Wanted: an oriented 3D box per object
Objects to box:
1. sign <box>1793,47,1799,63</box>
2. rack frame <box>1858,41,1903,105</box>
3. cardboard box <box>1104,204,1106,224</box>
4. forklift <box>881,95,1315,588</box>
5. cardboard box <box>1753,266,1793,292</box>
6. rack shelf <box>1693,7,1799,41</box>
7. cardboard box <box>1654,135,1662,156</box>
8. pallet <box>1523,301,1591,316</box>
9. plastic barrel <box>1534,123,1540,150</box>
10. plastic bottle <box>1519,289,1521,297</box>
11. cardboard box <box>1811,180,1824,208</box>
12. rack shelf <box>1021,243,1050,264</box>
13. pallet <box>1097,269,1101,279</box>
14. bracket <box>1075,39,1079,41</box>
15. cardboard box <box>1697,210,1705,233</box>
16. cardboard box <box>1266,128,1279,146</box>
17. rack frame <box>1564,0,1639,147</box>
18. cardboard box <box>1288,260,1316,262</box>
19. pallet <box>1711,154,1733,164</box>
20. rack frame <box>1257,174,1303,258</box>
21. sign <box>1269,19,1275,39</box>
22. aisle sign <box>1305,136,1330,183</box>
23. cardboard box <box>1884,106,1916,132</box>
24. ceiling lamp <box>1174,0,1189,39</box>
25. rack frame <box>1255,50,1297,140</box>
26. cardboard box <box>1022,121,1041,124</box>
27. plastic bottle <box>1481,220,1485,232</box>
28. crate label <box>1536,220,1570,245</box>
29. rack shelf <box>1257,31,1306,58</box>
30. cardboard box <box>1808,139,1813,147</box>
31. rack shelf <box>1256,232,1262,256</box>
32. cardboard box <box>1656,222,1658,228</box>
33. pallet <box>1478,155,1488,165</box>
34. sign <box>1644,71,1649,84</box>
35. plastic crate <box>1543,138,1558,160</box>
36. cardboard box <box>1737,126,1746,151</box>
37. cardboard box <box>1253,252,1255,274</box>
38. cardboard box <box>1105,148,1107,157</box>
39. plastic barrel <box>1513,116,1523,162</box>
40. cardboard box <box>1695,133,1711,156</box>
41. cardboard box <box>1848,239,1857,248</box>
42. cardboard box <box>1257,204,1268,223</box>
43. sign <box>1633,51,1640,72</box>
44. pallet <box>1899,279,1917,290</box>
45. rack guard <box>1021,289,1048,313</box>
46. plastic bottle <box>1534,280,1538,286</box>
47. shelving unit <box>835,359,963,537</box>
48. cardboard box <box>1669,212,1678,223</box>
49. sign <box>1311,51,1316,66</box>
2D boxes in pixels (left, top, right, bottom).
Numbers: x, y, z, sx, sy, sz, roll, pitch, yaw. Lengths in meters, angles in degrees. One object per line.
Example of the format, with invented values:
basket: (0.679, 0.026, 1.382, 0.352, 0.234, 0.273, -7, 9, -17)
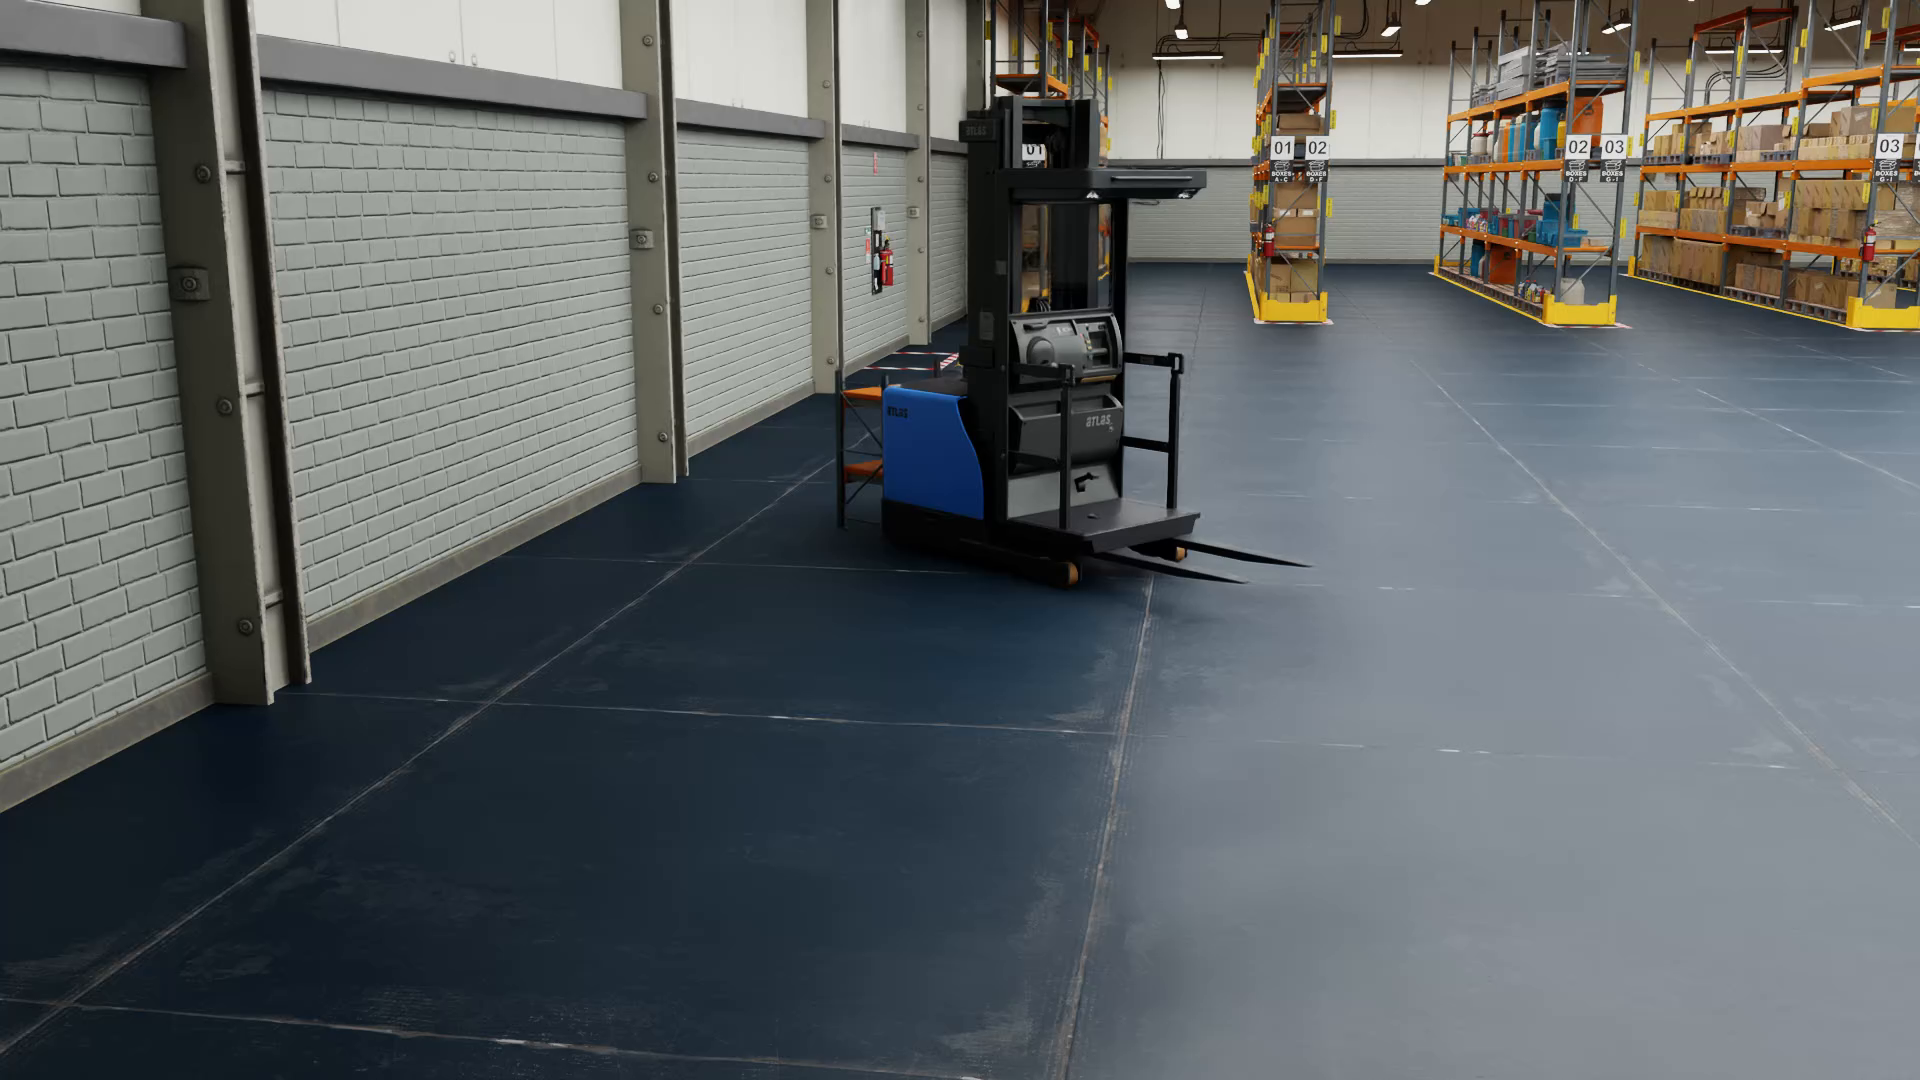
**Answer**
sign: (17.494, -10.150, 34.824, 0.100, 0.325, 0.005, 2, 12, 9)
rack frame: (23.072, -11.153, 41.887, 1.000, 3.000, 0.127, 2, 12, 9)
cardboard box: (3.435, -8.924, 45.071, 0.980, 0.700, 0.700, 2, 12, 11)
forklift: (0.823, -1.259, 10.379, 1.130, 2.935, 3.031, -11, 16, -41)
cardboard box: (16.720, -5.356, 34.116, 0.700, 0.500, 0.500, 3, 13, 13)
rack shelf: (17.264, -11.359, 36.661, 1.077, 0.370, 4.000, 2, 12, 9)
cardboard box: (17.954, -9.949, 41.946, 0.700, 0.500, 0.500, 1, 12, 7)
pallet: (11.117, -4.309, 30.986, 1.003, 0.211, 1.213, 2, 12, 9)
plastic barrel: (11.187, -7.708, 31.758, 0.421, 0.512, 0.421, 0, 12, 0)
plastic bottle: (10.933, -4.818, 32.326, 0.097, 0.201, 0.097, 0, 12, 0)
cardboard box: (15.868, -6.294, 30.262, 0.500, 0.500, 0.500, 2, 12, 9)
rack shelf: (1.350, -5.618, 32.150, 1.077, 0.370, 4.000, 2, 12, 9)
pallet: (3.082, -6.844, 42.750, 1.003, 0.211, 1.213, 2, 12, 9)
bracket: (2.952, -13.529, 44.364, 0.076, 0.066, 4.783, 2, 12, 9)
cardboard box: (17.025, -7.215, 37.613, 0.500, 0.500, 0.500, 2, 12, 10)
cardboard box: (5.940, -7.454, 30.724, 0.500, 0.311, 0.500, 3, 13, 15)
rack frame: (10.832, -8.165, 28.020, 1.000, 3.000, 0.127, 2, 12, 9)
cardboard box: (6.473, -5.038, 31.500, 0.500, 0.500, 0.500, 2, 12, 9)
pallet: (17.003, -8.247, 35.969, 1.213, 0.211, 1.003, 2, 12, 11)
rack frame: (7.168, -7.059, 37.128, 1.000, 3.000, 0.127, 2, 12, 9)
sign: (5.404, -8.842, 28.757, 0.100, 0.325, 0.005, 2, 12, 9)
aisle sign: (6.230, -6.641, 29.017, 0.394, 0.787, 0.004, 2, 12, 9)
cardboard box: (16.221, -7.277, 28.891, 0.500, 0.500, 0.500, 2, 12, 8)
ceiling lamp: (5.532, -13.573, 39.258, 0.800, 3.185, 2.000, 2, 12, 9)
rack frame: (8.399, -11.657, 44.224, 1.000, 3.000, 0.127, 2, 12, 9)
cardboard box: (1.342, -7.639, 30.044, 0.500, 0.500, 0.500, 1, 12, 5)
plastic bottle: (11.834, -7.085, 37.556, 0.097, 0.271, 0.097, 0, 12, 0)
crate label: (10.847, -5.642, 30.467, 0.502, 0.435, 0.616, 2, 12, 9)
rack shelf: (8.091, -12.514, 42.017, 1.077, 0.370, 4.000, 2, 12, 9)
cardboard box: (16.013, -7.377, 30.894, 0.380, 0.149, 0.250, 1, 12, 6)
rack shelf: (6.861, -6.291, 35.272, 1.077, 0.370, 4.000, 2, 12, 9)
cardboard box: (17.532, -7.842, 41.356, 0.380, 0.149, 0.250, 2, 12, 10)
pallet: (12.482, -8.702, 38.080, 1.003, 0.211, 1.213, 2, 12, 9)
sign: (17.639, -11.889, 42.705, 0.100, 0.325, 0.005, 2, 12, 9)
plastic crate: (10.827, -7.098, 30.225, 0.392, 0.384, 0.575, 2, 12, 9)
cardboard box: (16.630, -8.407, 34.841, 0.500, 0.500, 0.500, 2, 12, 9)
cardboard box: (7.468, -6.792, 40.778, 0.500, 0.500, 0.500, 1, 12, 6)
cardboard box: (3.653, -10.370, 44.495, 0.500, 0.250, 0.500, 2, 12, 10)
plastic barrel: (11.411, -8.025, 33.303, 0.600, 0.901, 0.600, 0, 12, 0)
cardboard box: (17.492, -9.169, 38.566, 0.700, 0.500, 0.500, 2, 12, 10)
cardboard box: (15.592, -5.121, 28.731, 0.380, 0.149, 0.250, 2, 12, 9)
cardboard box: (7.154, -7.448, 37.699, 0.700, 0.500, 0.500, -2, 12, -10)
sign: (11.375, -8.044, 27.956, 0.100, 0.325, 0.005, 2, 12, 9)
pallet: (22.338, -5.863, 38.197, 1.003, 0.211, 1.213, 2, 12, 9)
rack guard: (1.054, -4.347, 30.479, 1.175, 0.500, 0.348, 2, 12, 9)
plastic bottle: (11.055, -4.826, 32.010, 0.144, 0.351, 0.185, 2, 12, 9)
shelving unit: (-0.341, -0.687, 12.008, 0.538, 1.125, 1.048, 11, 16, 41)
cardboard box: (17.380, -7.742, 39.949, 0.500, 0.250, 0.500, 2, 12, 8)
sign: (7.717, -10.508, 36.301, 0.100, 0.325, 0.005, 2, 12, 9)
